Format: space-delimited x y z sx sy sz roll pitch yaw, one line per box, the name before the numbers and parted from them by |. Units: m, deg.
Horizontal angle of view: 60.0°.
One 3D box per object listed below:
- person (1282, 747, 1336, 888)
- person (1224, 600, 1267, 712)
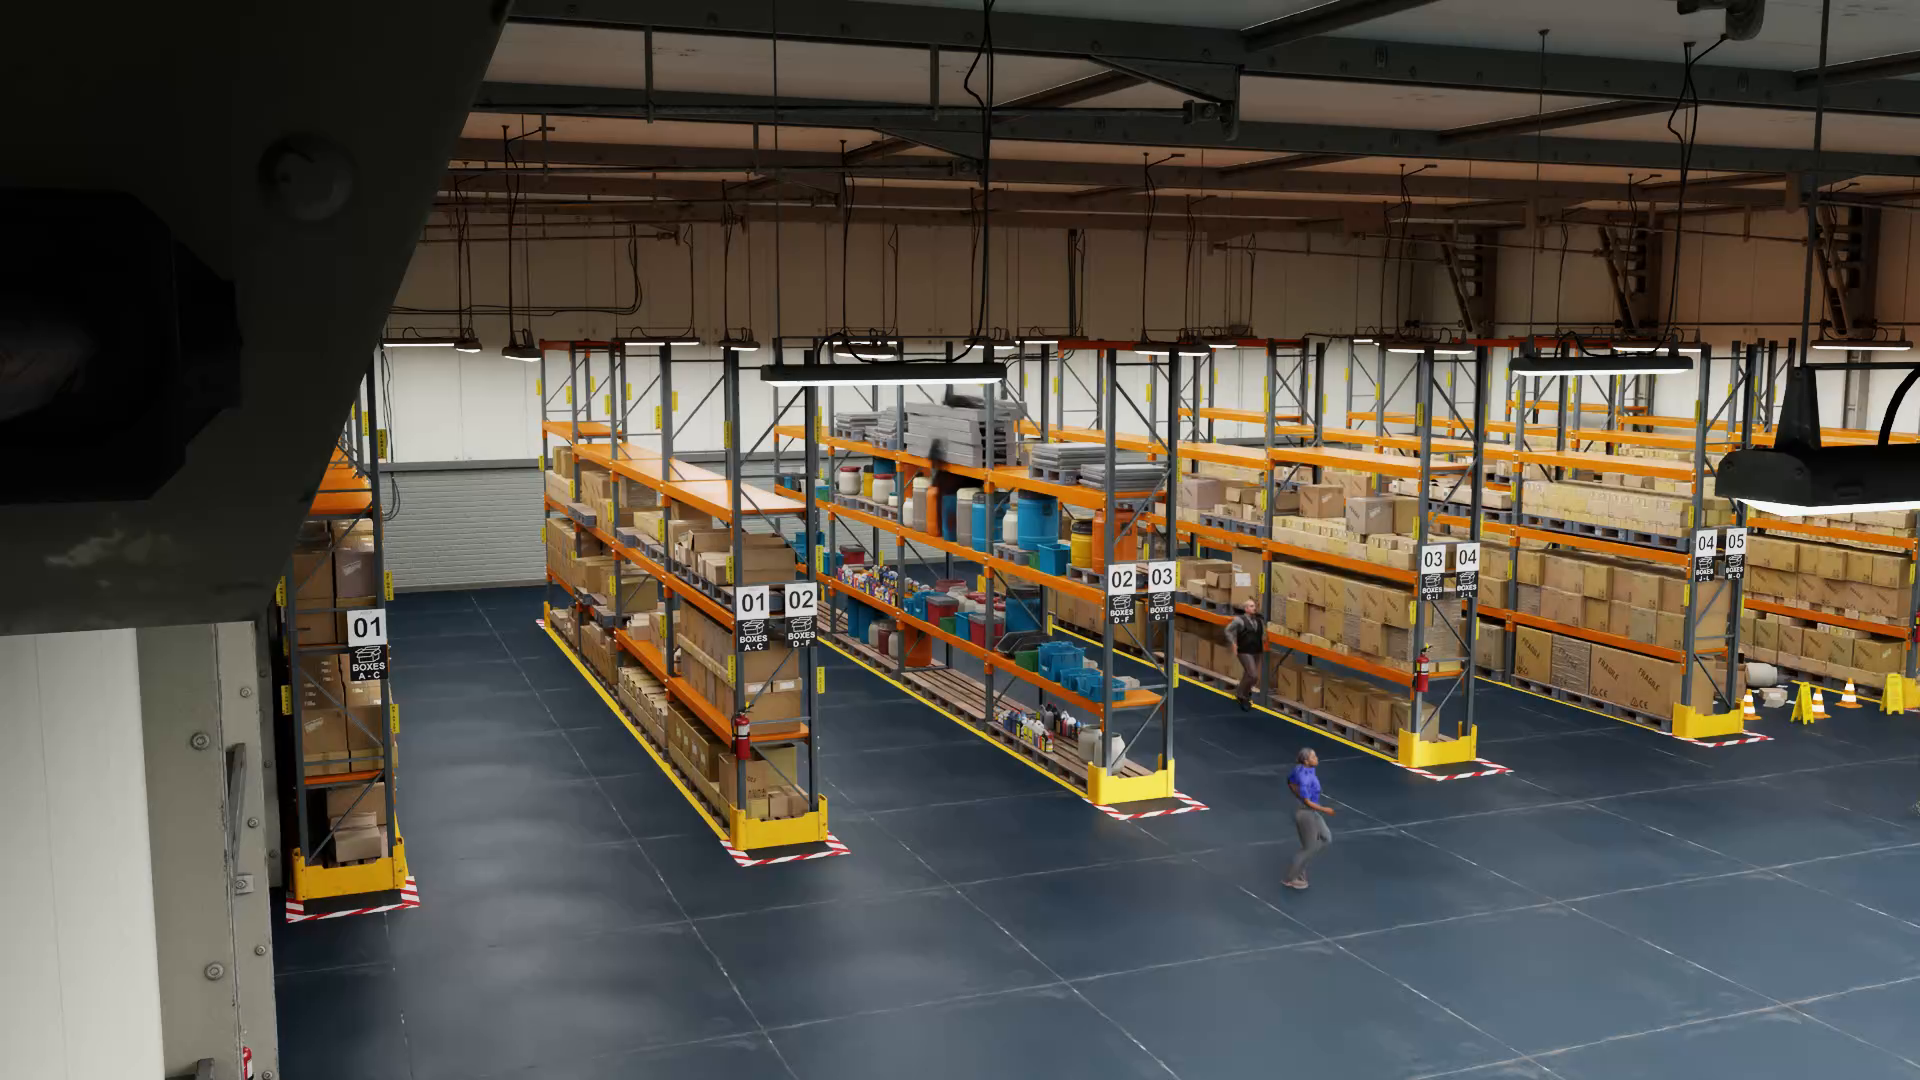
person | 3.926 3.109 18.699 0.573 1.615 0.590 1 7 7
person | -1.290 1.367 22.352 14.403 3.632 0.650 -5 9 -32
